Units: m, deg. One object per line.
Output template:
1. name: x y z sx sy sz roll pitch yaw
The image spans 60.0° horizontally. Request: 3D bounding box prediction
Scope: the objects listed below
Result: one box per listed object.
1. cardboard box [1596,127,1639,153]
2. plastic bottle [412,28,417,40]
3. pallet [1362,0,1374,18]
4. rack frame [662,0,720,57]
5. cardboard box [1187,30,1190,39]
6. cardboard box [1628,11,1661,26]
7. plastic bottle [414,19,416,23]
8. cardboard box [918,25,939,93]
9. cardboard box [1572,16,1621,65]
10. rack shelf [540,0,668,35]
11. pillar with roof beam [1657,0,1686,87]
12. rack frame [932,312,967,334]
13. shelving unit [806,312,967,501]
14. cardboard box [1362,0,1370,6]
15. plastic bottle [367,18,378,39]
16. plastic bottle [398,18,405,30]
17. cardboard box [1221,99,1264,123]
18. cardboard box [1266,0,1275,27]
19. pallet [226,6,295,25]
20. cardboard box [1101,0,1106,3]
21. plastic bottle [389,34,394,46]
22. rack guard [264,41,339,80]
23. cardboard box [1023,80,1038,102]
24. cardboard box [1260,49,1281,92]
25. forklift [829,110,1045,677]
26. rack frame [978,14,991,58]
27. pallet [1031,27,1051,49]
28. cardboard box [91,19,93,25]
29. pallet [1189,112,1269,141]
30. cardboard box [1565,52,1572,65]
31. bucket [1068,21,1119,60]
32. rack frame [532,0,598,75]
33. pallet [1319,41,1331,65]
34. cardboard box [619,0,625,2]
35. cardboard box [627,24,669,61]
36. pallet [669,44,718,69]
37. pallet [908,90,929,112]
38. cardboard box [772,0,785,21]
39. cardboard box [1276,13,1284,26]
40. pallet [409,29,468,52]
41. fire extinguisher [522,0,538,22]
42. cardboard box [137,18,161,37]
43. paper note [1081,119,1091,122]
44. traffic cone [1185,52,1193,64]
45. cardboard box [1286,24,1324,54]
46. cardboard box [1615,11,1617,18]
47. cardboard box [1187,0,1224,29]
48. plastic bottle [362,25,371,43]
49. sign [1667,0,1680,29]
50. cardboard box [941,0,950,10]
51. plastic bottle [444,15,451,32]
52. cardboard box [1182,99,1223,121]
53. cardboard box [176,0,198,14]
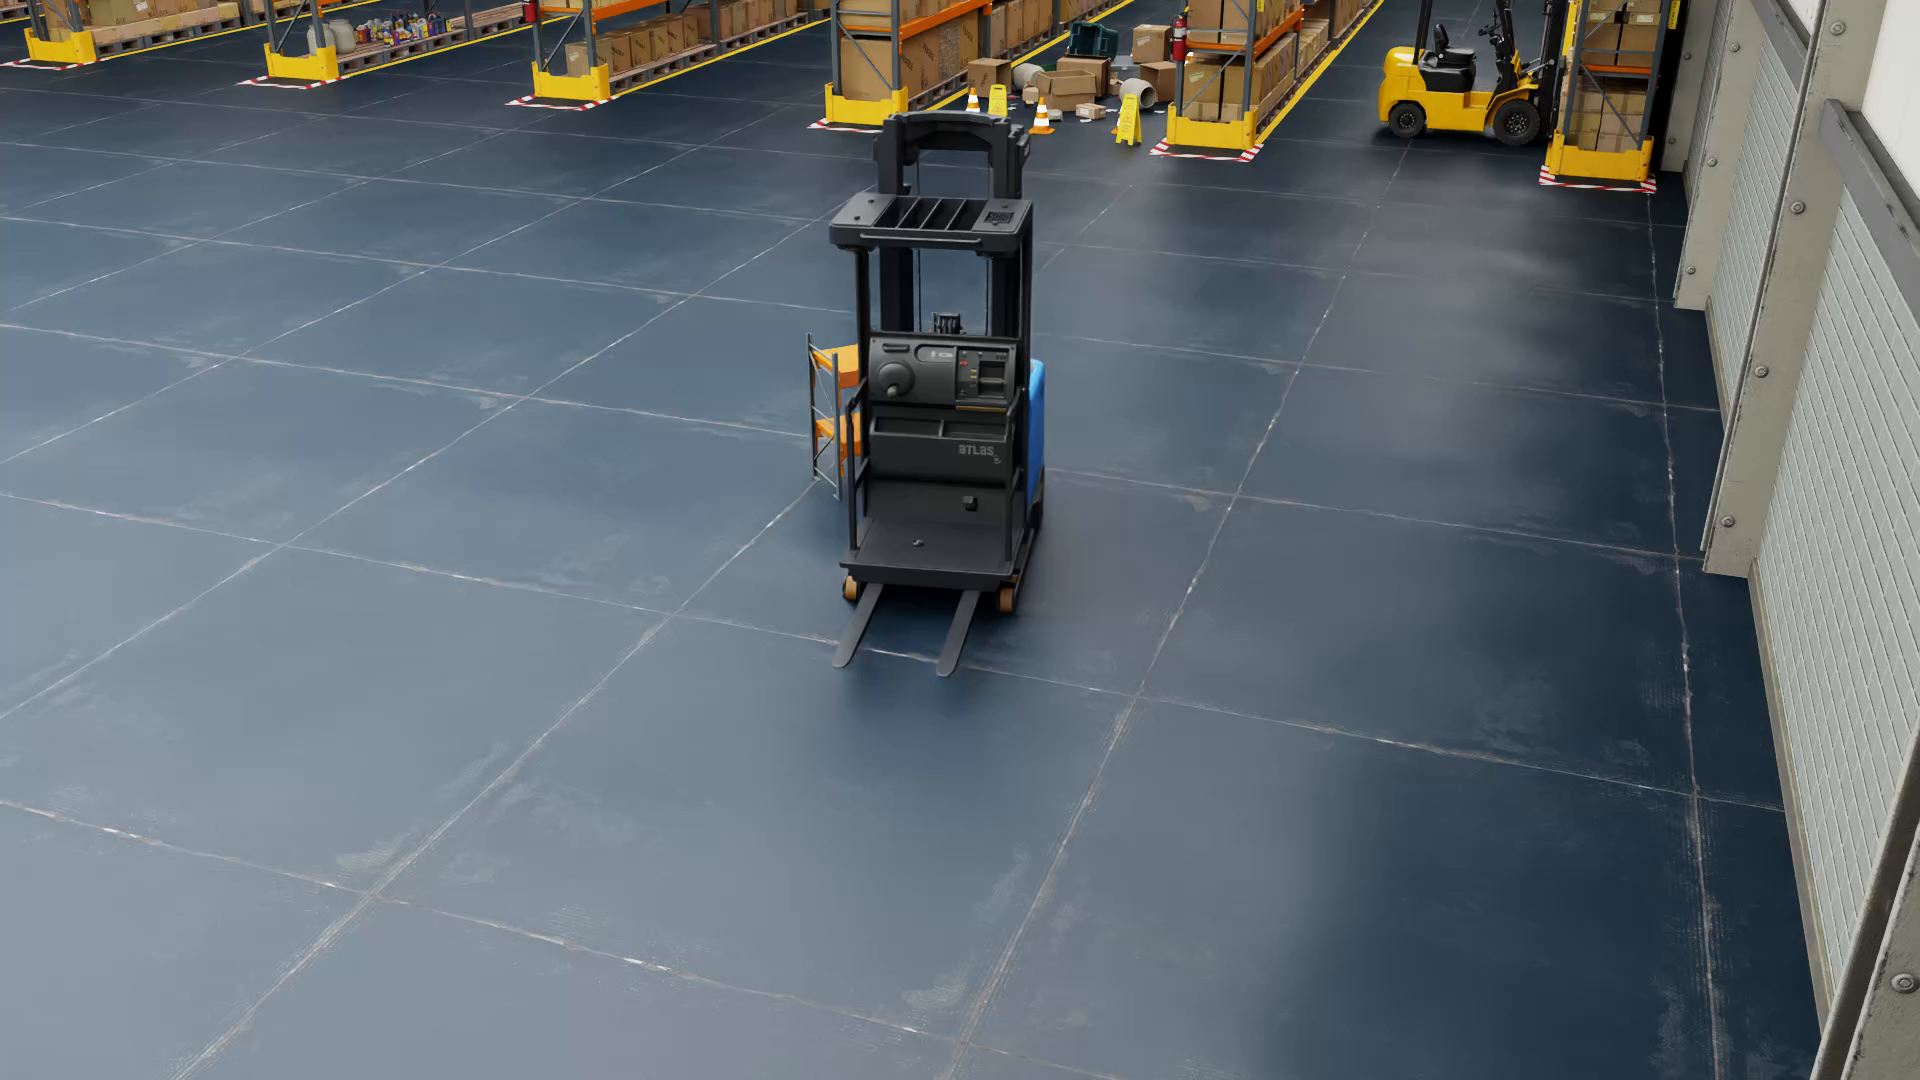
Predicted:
1. cardboard box: 8.404 -5.099 21.236 0.500 0.250 0.500 9 27 18
2. plastic bottle: -9.496 -8.793 28.899 0.097 0.201 0.097 0 26 0
3. pallet: 7.694 -10.670 33.268 1.003 0.211 1.213 9 27 17
4. rack frame: -4.640 -9.773 28.217 1.000 3.000 0.127 9 27 17
5. cardboard box: 3.277 -6.884 22.538 0.380 0.149 0.250 8 27 17
6. cardboard box: 8.414 -6.413 20.417 0.380 0.149 0.250 8 27 16
7. plastic bottle: -9.864 -9.321 29.989 0.097 0.201 0.097 0 26 0
8. cardboard box: -0.873 -7.251 24.965 0.875 0.875 0.875 8 27 17
9. cardboard box: 7.972 -6.259 20.844 0.500 0.500 0.500 8 27 16
10. rack shelf: -5.305 -8.627 26.676 1.077 0.370 4.000 9 27 17
11. pillar with roof beam: 7.075 -11.920 25.766 9.100 9.000 0.400 9 27 17
12. rack frame: -0.082 -1.097 12.448 0.032 1.125 0.500 -13 29 -25
13. shelving unit: -0.532 -0.993 12.234 1.048 1.125 0.538 -13 29 -25
14. cardboard box: 7.678 -10.902 33.006 0.875 0.438 0.875 8 27 17
15. plastic bottle: -10.237 -8.897 28.942 0.144 0.351 0.185 10 28 20
16. plastic bottle: -9.905 -9.113 29.479 0.097 0.271 0.097 0 26 0
17. cardboard box: 3.903 -5.935 22.963 0.500 0.250 0.500 9 27 17
18. cardboard box: 3.963 -7.239 22.526 0.500 0.500 0.500 10 27 19
19. pallet: -13.772 -10.265 32.432 1.003 0.211 1.213 9 27 17
20. cardboard box: 2.657 -11.023 33.185 0.500 0.500 0.500 8 27 16
21. plastic bottle: -9.710 -8.529 28.352 0.097 0.201 0.097 0 26 0
22. rack guard: -10.661 -7.761 26.928 1.175 0.500 0.348 9 27 17
23. cardboard box: 1.169 -6.808 25.231 0.396 0.266 0.258 14 29 26
24. cardboard box: 4.255 -6.703 23.688 0.500 0.500 0.500 9 27 18
25. forklift: -0.144 -1.023 10.224 1.130 2.935 3.031 4 26 9
26. rack frame: 0.004 -9.012 26.645 1.000 3.000 0.127 9 27 17
27. pallet: 1.001 -9.088 30.001 1.003 0.211 1.213 9 27 17
28. cardboard box: -15.257 -8.989 29.271 0.500 0.250 0.500 9 27 17
29. pallet: 3.703 -5.797 23.205 1.003 0.211 1.213 9 27 17
30. cardboard box: 8.751 -6.657 23.307 0.500 0.250 0.500 9 27 18
31. bucket: 2.133 -7.833 26.221 0.726 0.611 0.620 20 22 35
32. rack frame: -5.971 -8.129 24.822 1.000 3.000 0.127 9 27 17
33. pallet: 5.775 -8.404 28.588 1.003 0.211 1.213 9 27 17
34. cardboard box: -5.389 -8.405 25.679 0.380 0.149 0.250 9 27 17
35. cardboard box: -5.127 -8.176 27.303 0.500 0.500 0.500 6 27 13
36. pallet: -4.830 -8.237 28.244 1.003 0.211 1.213 9 27 17
37. pallet: -1.135 -6.453 24.560 1.003 0.211 1.213 9 27 17
38. cardboard box: -3.685 -9.982 31.011 0.700 0.500 0.500 6 27 13
39. cardboard box: 4.386 -7.417 23.638 0.380 0.149 0.250 9 27 18
40. pallet: -9.573 -8.966 29.750 1.003 0.211 1.213 9 27 17
41. fire extinguisher: -6.444 -8.114 24.879 0.296 0.674 0.183 9 27 17
42. cardboard box: -14.594 -9.118 29.538 0.500 0.250 0.500 9 27 17
43. paper note: 1.812 -6.033 23.899 0.148 0.019 0.142 0 26 -1
44. traffic cone: 3.798 -7.907 27.273 0.336 0.463 0.334 9 27 17
45. cardboard box: 5.601 -8.451 28.019 0.950 0.372 0.625 8 27 16
46. cardboard box: 8.109 -6.701 21.013 0.380 0.149 0.250 9 27 18
47. cardboard box: 3.295 -7.134 22.310 0.500 0.500 0.500 8 27 17
48. plastic bottle: -10.234 -8.726 28.666 0.061 0.283 0.133 9 27 17
49. sign: 8.578 -6.316 19.993 0.100 0.325 0.005 9 27 17
50. cardboard box: -0.642 -8.260 24.919 0.875 0.550 0.500 9 27 17
51. plastic bottle: -9.160 -9.221 29.689 0.061 0.283 0.133 10 28 20
52. cardboard box: 3.397 -6.025 23.148 0.500 0.250 0.500 9 27 17
53. cardboard box: -14.269 -9.868 30.226 0.500 0.500 0.500 9 27 17
